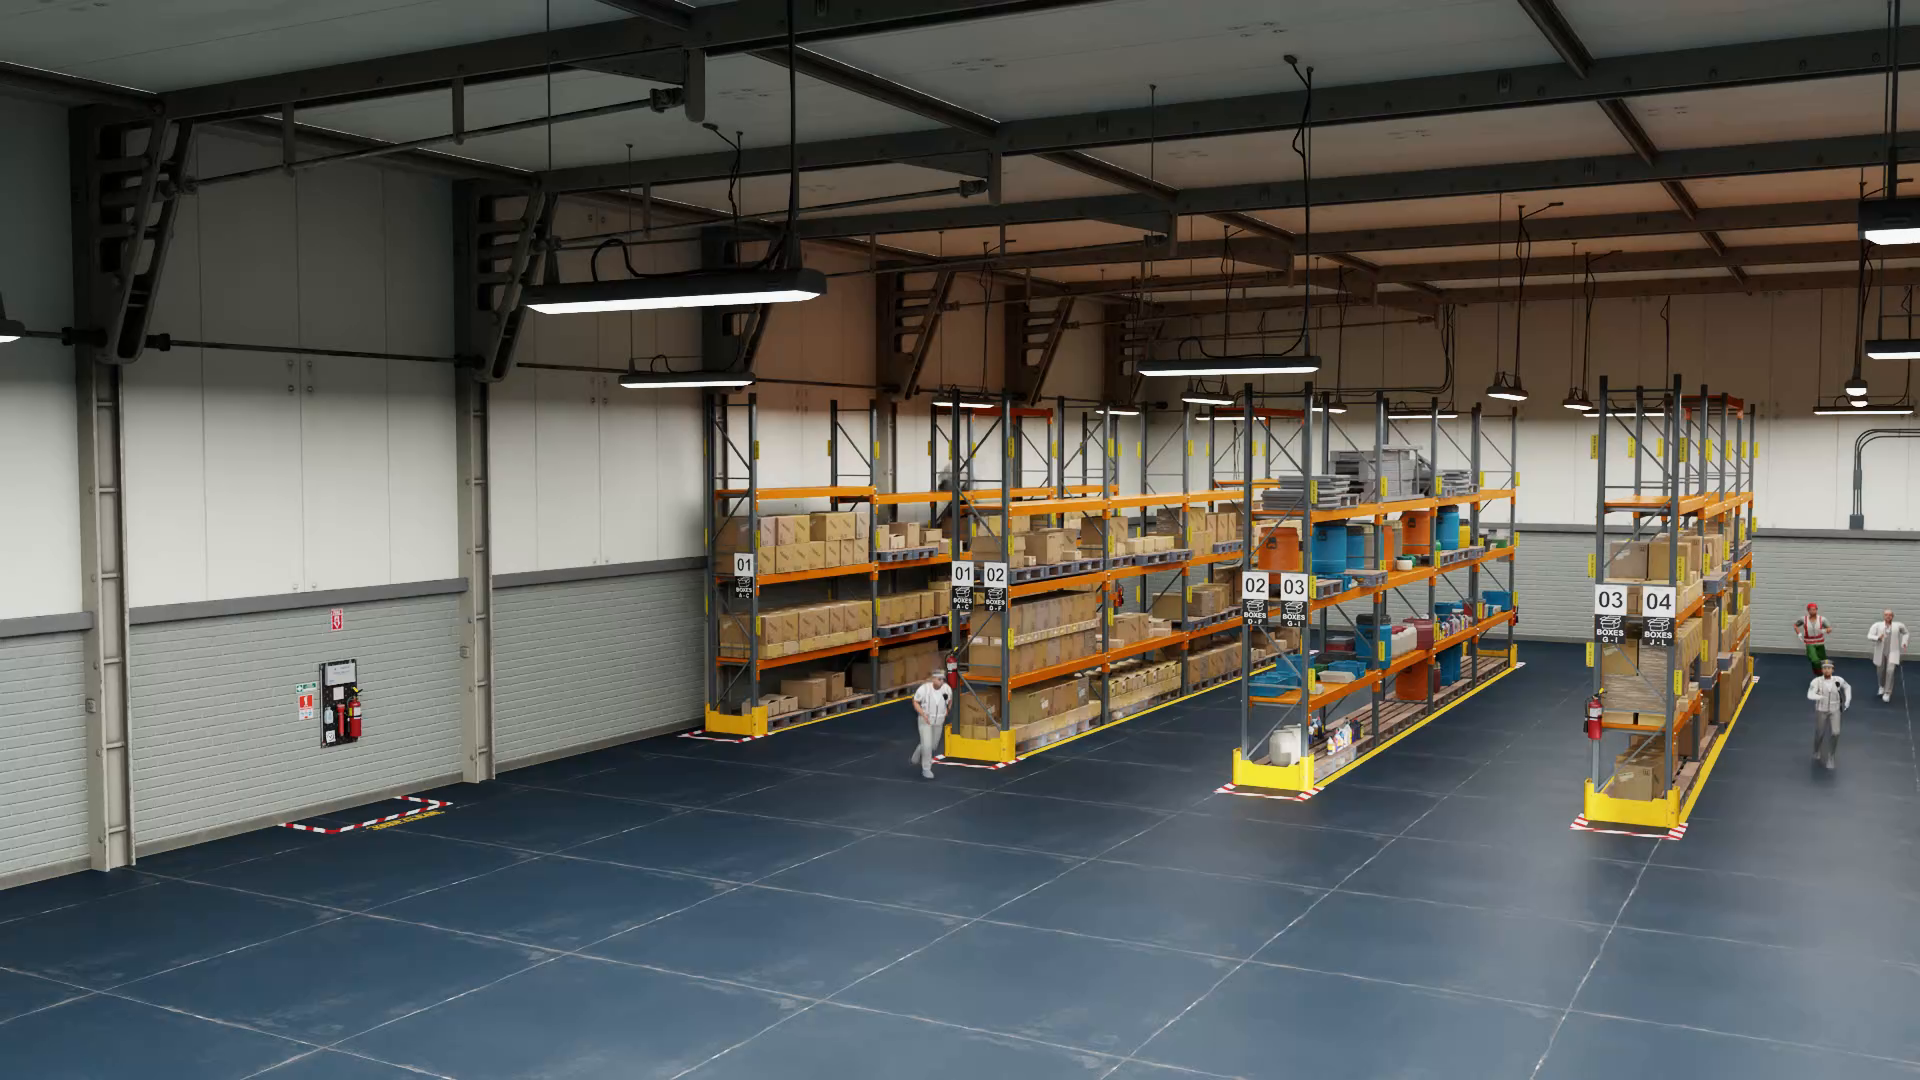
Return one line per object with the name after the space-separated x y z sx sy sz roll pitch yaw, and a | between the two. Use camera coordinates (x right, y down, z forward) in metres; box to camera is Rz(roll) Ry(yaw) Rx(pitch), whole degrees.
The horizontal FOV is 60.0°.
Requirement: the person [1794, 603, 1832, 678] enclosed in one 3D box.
17.961 2.214 34.991 0.680 1.793 0.865 1 3 15 | person

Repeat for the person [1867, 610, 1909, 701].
18.588 2.283 33.333 0.705 1.776 1.057 2 4 35 | person

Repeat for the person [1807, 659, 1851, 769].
13.751 2.737 26.322 0.622 1.729 0.866 1 3 25 | person

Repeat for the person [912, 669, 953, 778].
-0.454 2.798 25.726 0.659 1.686 0.852 -1 3 -22 | person
